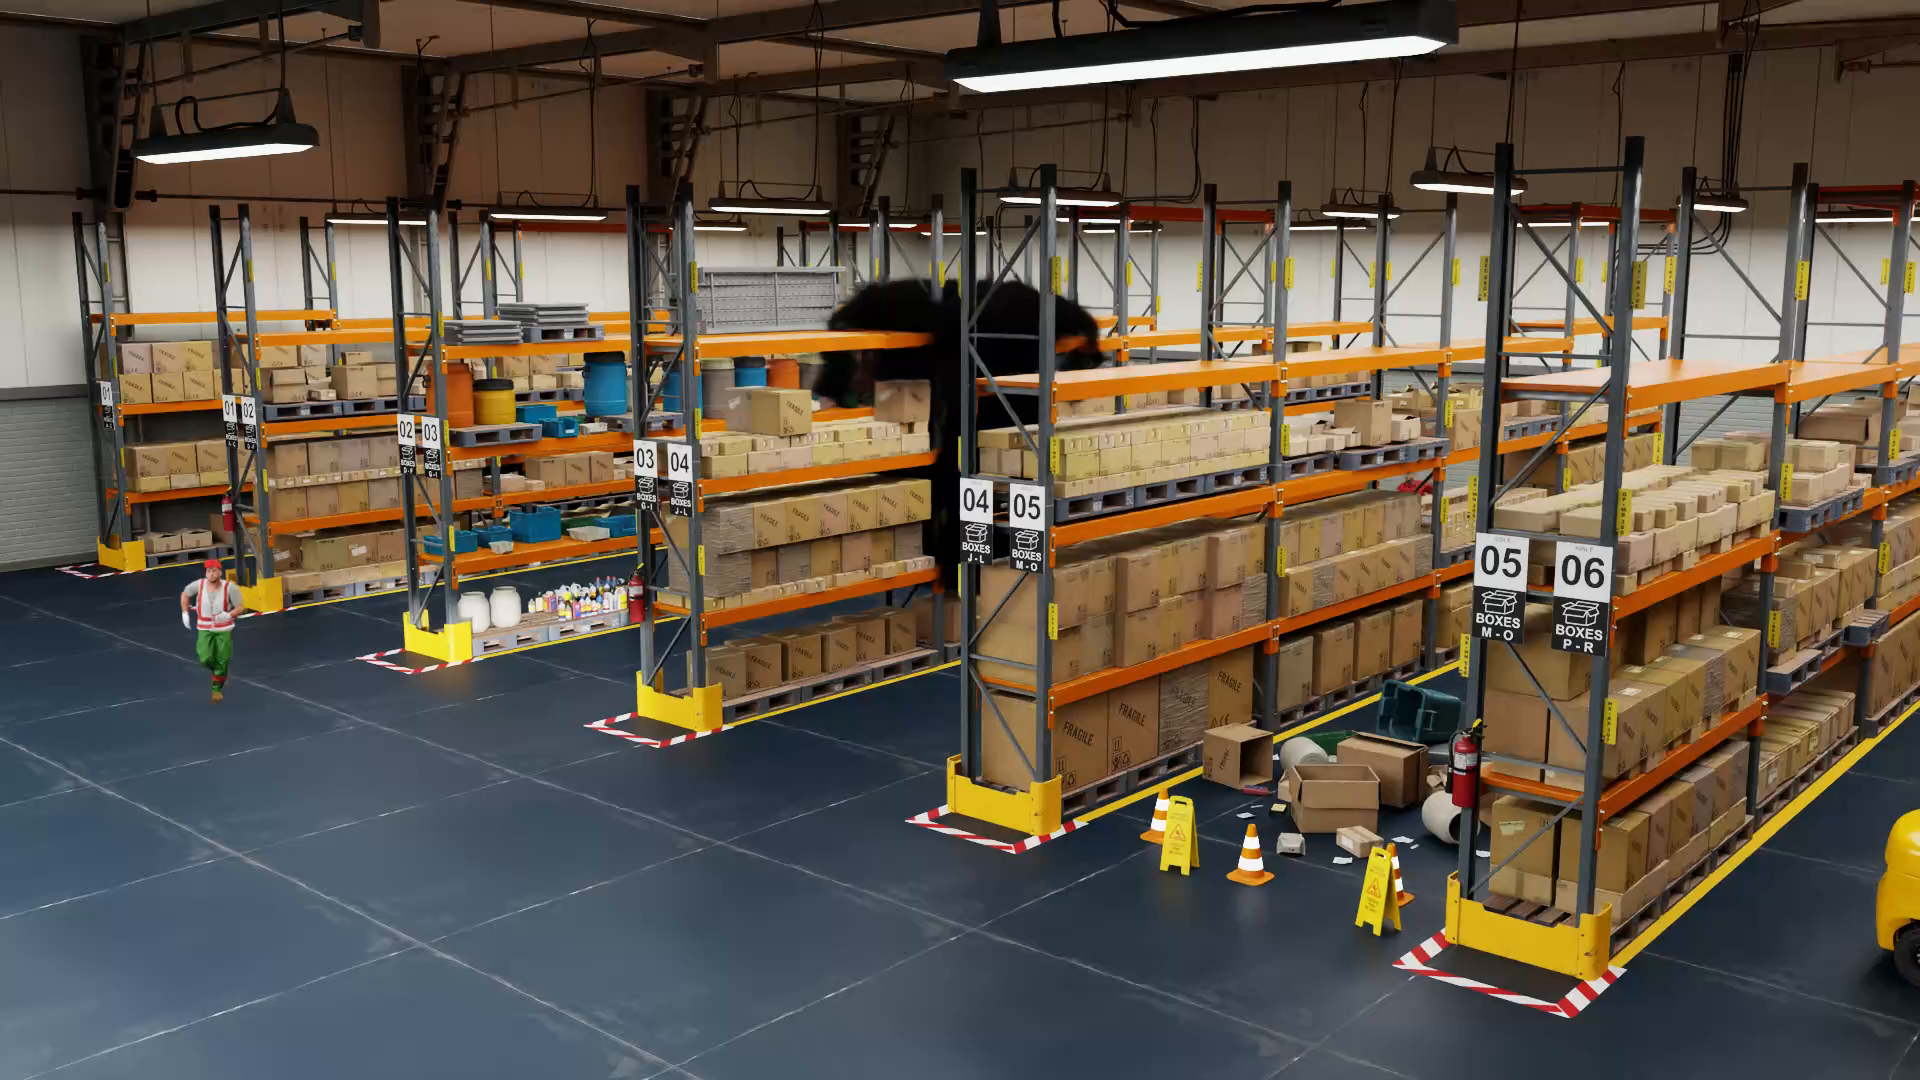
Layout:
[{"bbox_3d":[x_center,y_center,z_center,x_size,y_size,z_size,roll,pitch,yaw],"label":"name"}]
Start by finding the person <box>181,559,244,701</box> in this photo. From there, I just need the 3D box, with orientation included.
[{"bbox_3d":[-8.807,1.078,19.595,0.710,1.727,0.647,-3,10,-16],"label":"person"}]

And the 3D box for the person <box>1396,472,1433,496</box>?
[{"bbox_3d":[7.877,-0.421,28.767,0.741,1.645,0.569,6,11,31],"label":"person"}]

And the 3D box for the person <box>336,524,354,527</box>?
[{"bbox_3d":[-10.528,-0.269,28.389,0.641,1.524,0.929,4,10,23],"label":"person"}]
